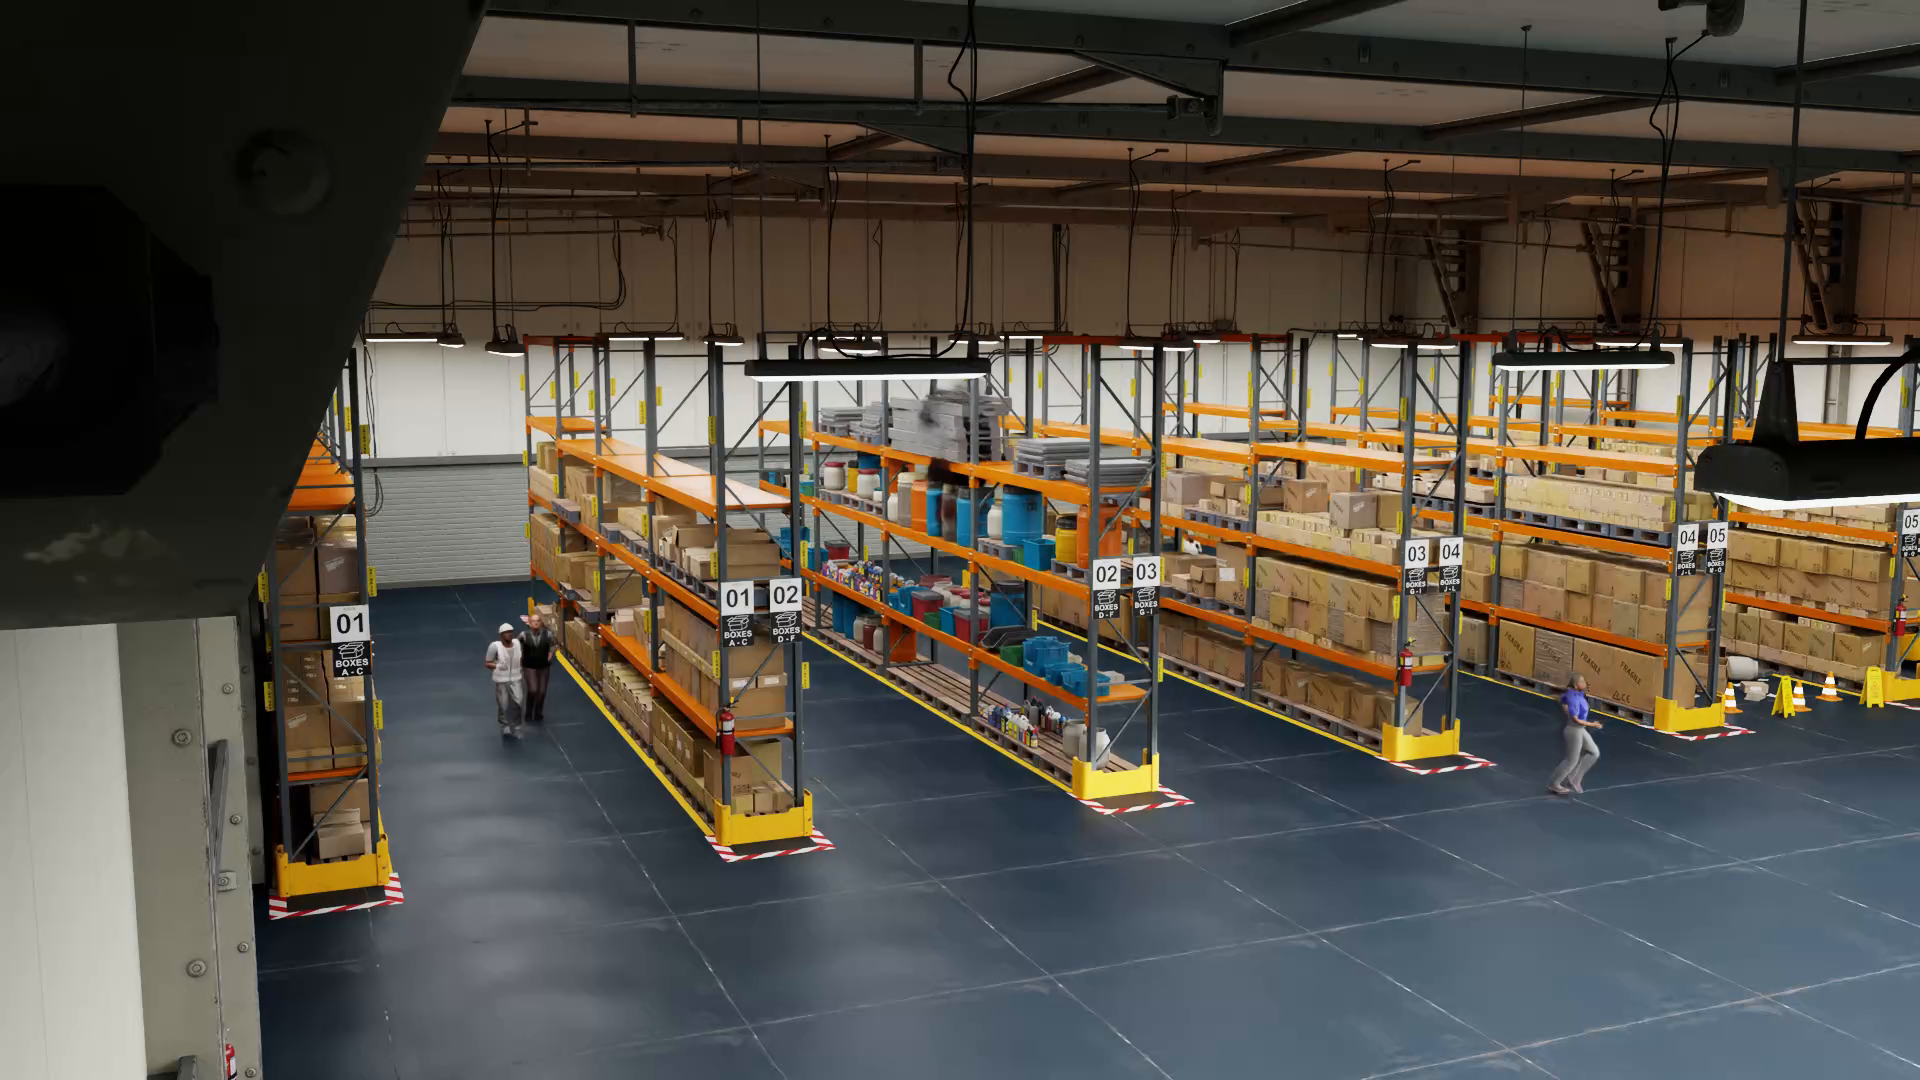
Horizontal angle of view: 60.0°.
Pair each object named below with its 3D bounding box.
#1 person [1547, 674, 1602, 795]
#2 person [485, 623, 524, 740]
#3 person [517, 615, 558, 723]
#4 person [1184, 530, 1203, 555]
[{"bbox_3d":[8.207,2.591,22.159,0.654,1.653,0.576,4,8,25],"label":"person"},{"bbox_3d":[-6.803,2.149,25.003,0.645,1.811,0.711,-5,9,-31],"label":"person"},{"bbox_3d":[-6.630,2.014,26.107,0.661,1.689,0.677,-3,8,-24],"label":"person"},{"bbox_3d":[5.130,0.590,36.963,0.571,1.709,0.836,-2,8,-17],"label":"person"}]
